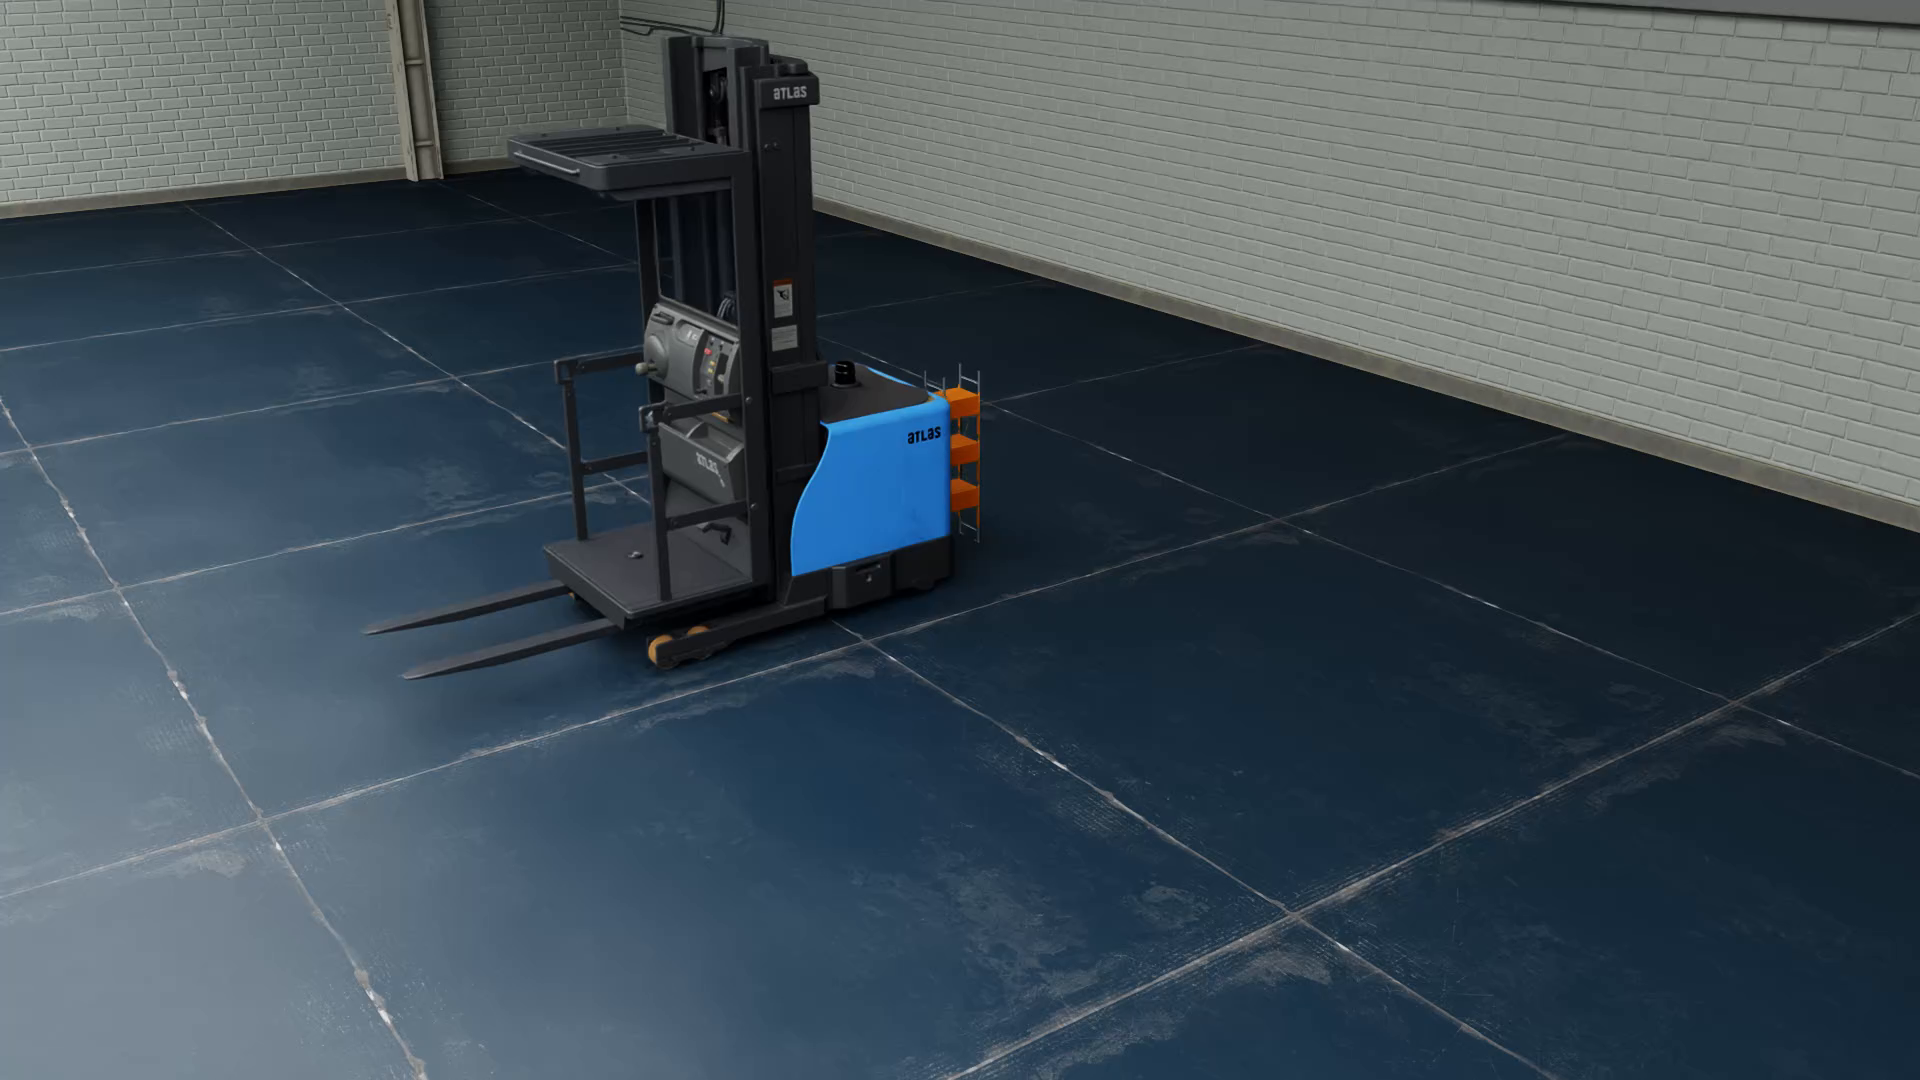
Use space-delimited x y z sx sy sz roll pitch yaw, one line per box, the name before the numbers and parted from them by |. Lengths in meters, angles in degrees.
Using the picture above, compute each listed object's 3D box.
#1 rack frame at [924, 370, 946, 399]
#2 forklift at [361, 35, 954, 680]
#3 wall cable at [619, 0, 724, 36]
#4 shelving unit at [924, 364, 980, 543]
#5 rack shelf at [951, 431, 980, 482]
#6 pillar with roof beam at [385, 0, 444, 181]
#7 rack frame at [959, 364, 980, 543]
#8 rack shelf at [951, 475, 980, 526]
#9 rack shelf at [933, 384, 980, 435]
rack frame | -0.142 -0.450 9.607 0.008 1.050 0.200 -15 26 -33
forklift | -1.528 -0.939 8.296 3.031 2.935 1.130 -15 26 -33
wall cable | -3.833 -7.711 21.267 0.112 2.526 3.097 -15 26 -33
shelving unit | -0.043 -0.476 9.673 0.252 1.050 0.215 -15 26 -33
rack shelf | -0.043 -0.466 9.677 0.240 0.259 0.215 -15 26 -33
pillar with roof beam | -4.482 -7.618 16.845 0.400 9.000 9.100 -15 26 -33
rack frame | 0.056 -0.502 9.739 0.008 1.050 0.200 -15 26 -33
rack shelf | -0.043 -0.208 9.780 0.240 0.259 0.215 -15 26 -33
rack shelf | -0.043 -0.730 9.572 0.240 0.259 0.215 -15 26 -33
